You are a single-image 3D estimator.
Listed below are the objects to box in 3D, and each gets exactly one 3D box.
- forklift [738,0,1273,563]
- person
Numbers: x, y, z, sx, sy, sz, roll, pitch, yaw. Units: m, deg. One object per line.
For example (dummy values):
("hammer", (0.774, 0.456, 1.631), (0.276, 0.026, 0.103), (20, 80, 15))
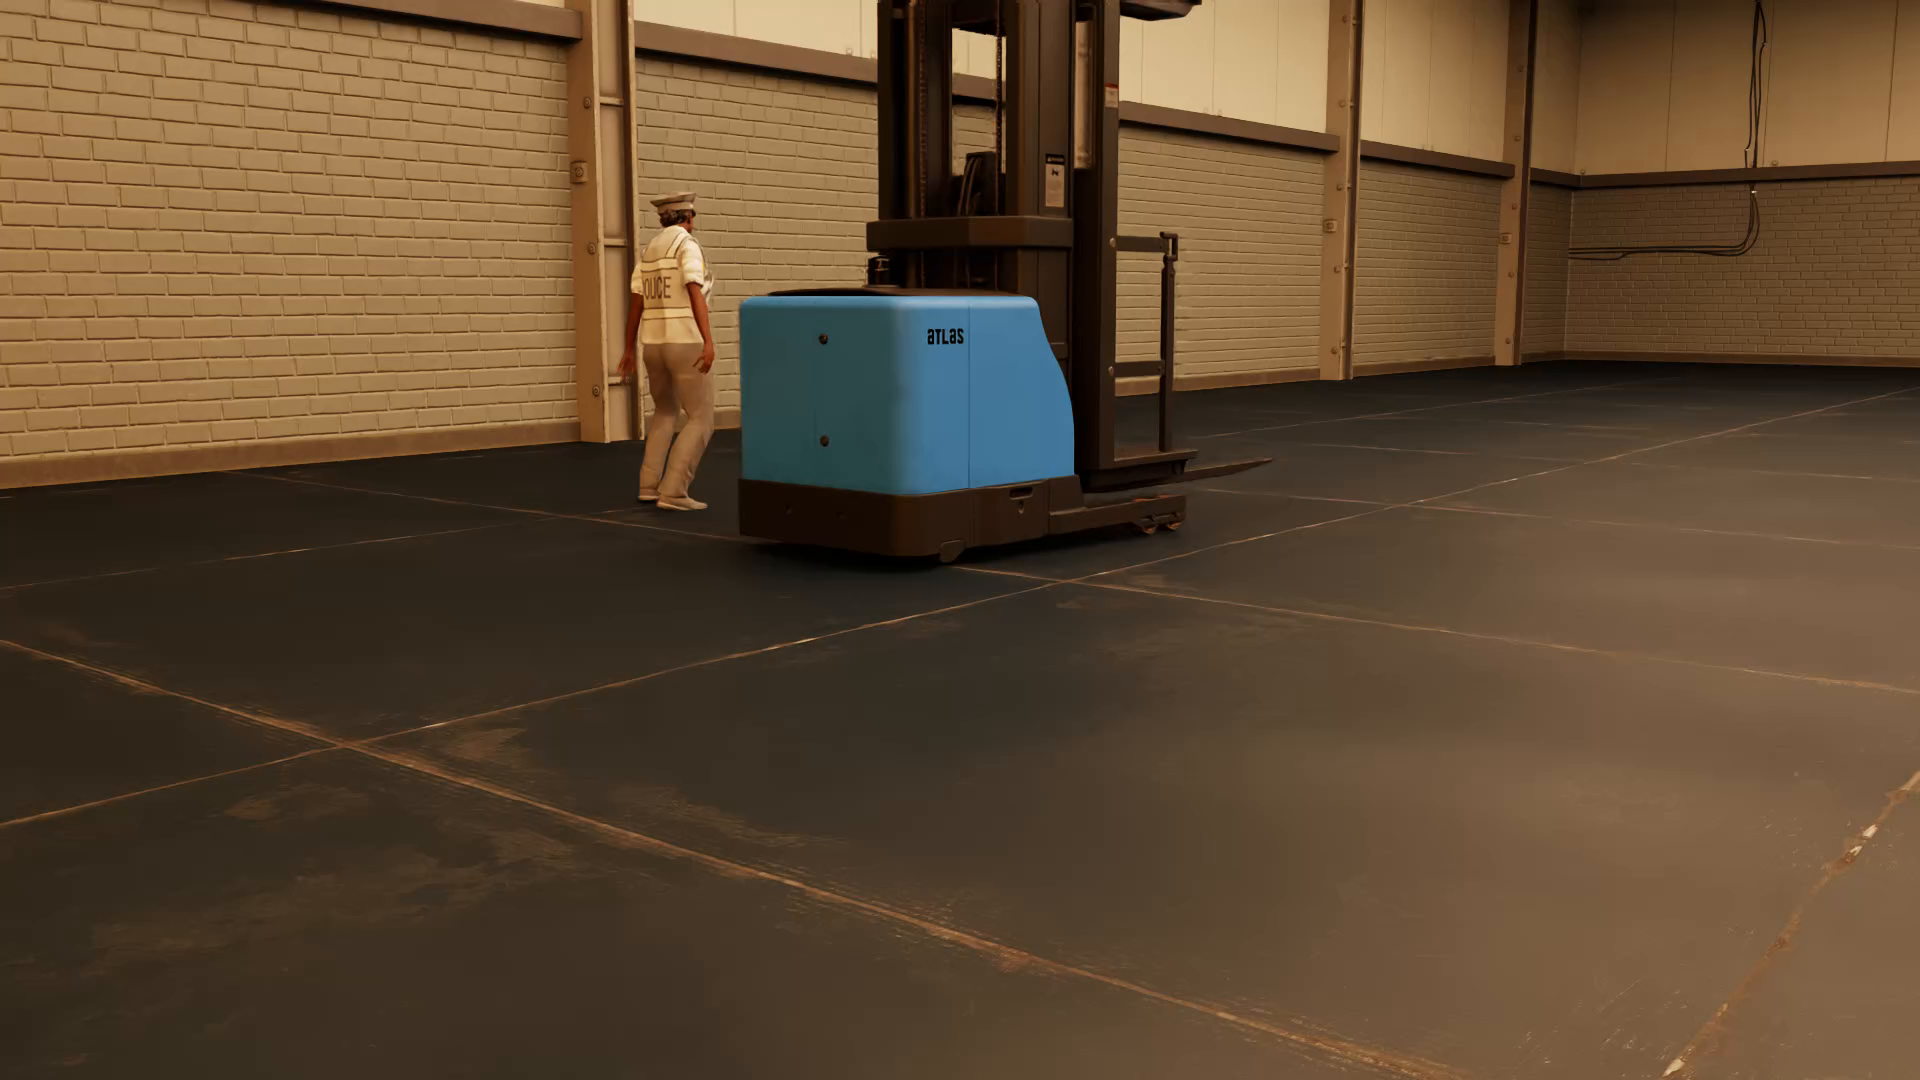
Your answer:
("forklift", (0.406, -1.521, 7.680), (1.130, 2.935, 3.031), (7, 11, 41))
("person", (-1.473, -0.963, 8.526), (0.432, 1.634, 0.798), (-8, 12, -44))
